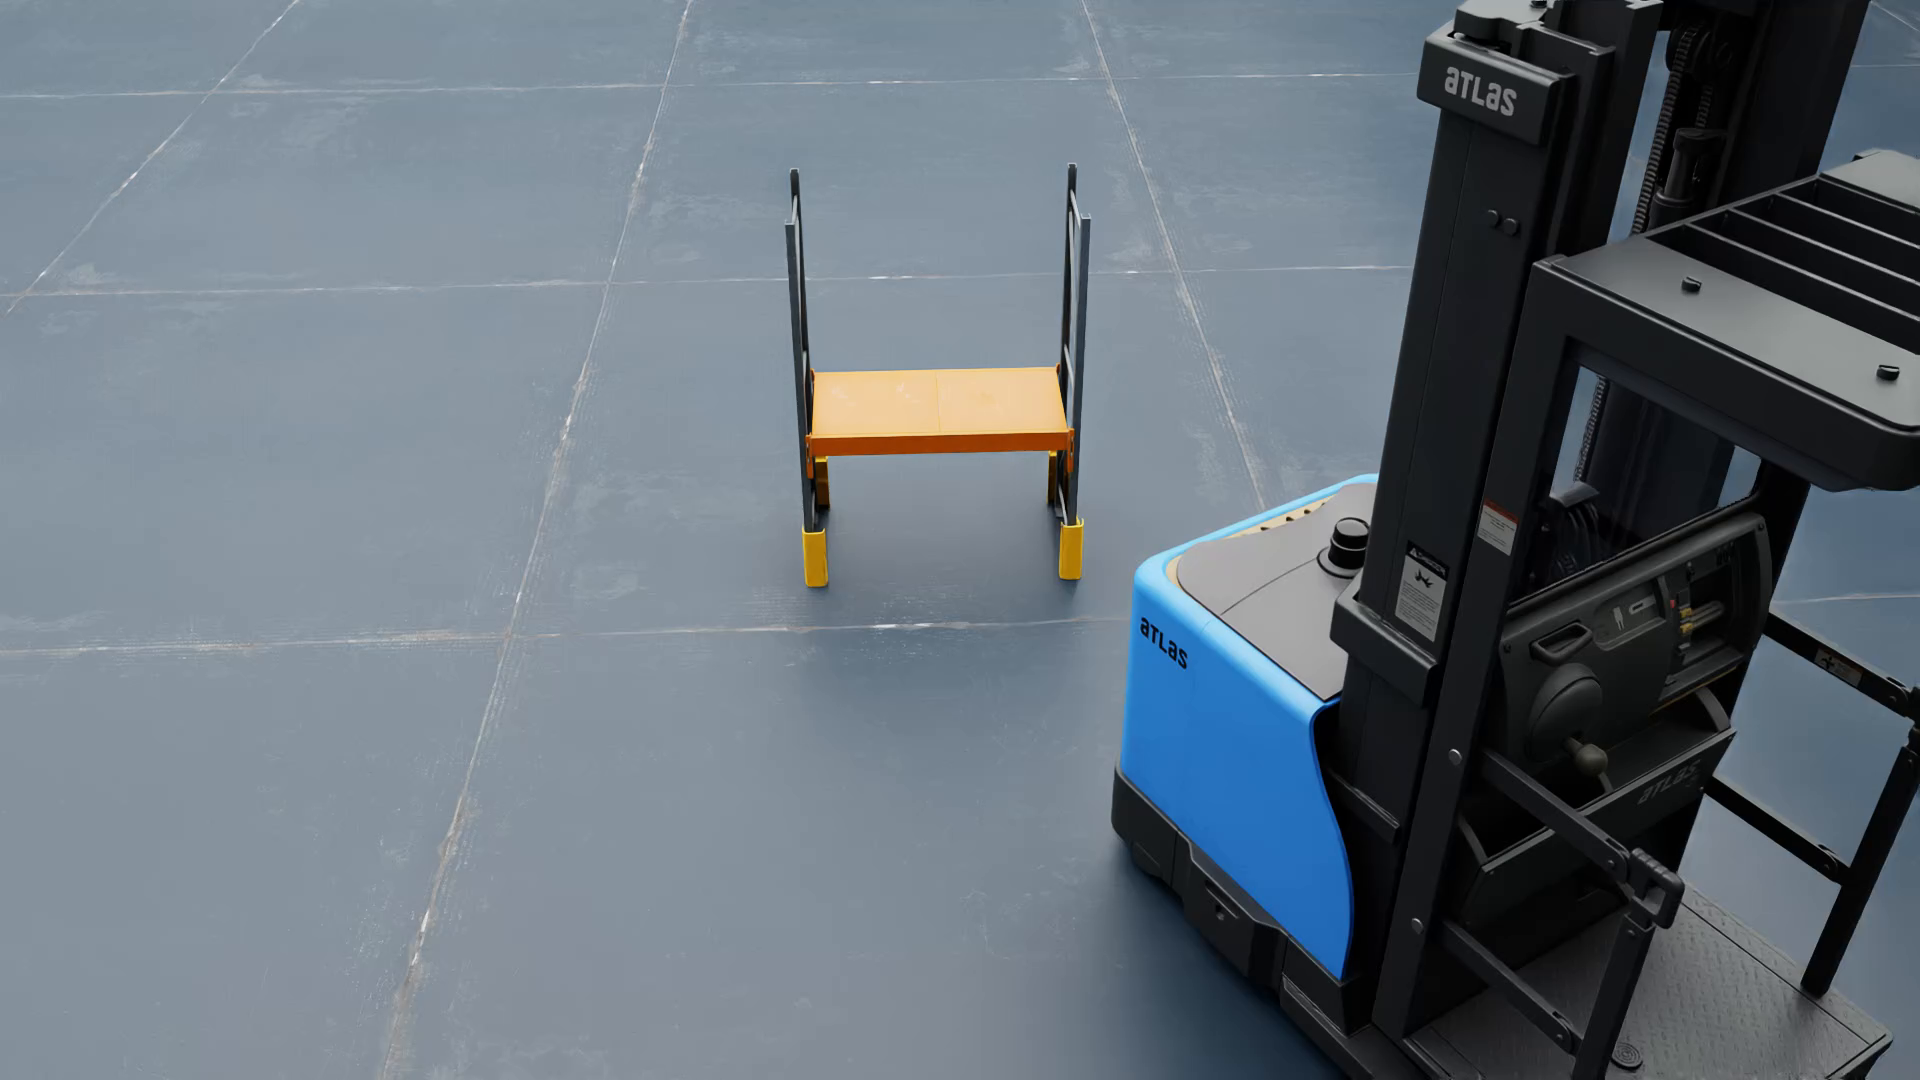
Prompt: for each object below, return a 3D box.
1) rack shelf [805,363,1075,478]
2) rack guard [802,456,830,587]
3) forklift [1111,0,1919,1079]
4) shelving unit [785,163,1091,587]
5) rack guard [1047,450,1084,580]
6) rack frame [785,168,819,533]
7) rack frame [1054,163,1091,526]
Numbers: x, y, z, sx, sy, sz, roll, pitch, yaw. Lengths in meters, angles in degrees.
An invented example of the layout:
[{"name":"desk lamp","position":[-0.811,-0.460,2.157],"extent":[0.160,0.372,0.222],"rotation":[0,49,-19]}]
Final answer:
[{"name":"rack shelf","position":[-0.085,-0.467,6.422],"extent":[1.000,0.185,0.538],"rotation":[-2,35,-2]},{"name":"rack guard","position":[-0.574,-0.087,6.657],"extent":[0.087,0.250,0.587],"rotation":[-2,35,-2]},{"name":"forklift","position":[1.700,0.302,3.738],"extent":[1.130,2.935,3.031],"rotation":[-20,39,-26]},{"name":"shelving unit","position":[-0.076,-0.615,6.320],"extent":[1.083,1.500,0.587],"rotation":[-2,35,-2]},{"name":"rack guard","position":[0.421,-0.114,6.695],"extent":[0.087,0.250,0.587],"rotation":[-2,35,-2]},{"name":"rack frame","position":[-0.593,-0.601,6.300],"extent":[0.032,1.500,0.500],"rotation":[-2,35,-2]},{"name":"rack frame","position":[0.423,-0.628,6.340],"extent":[0.032,1.500,0.500],"rotation":[-2,35,-2]}]
